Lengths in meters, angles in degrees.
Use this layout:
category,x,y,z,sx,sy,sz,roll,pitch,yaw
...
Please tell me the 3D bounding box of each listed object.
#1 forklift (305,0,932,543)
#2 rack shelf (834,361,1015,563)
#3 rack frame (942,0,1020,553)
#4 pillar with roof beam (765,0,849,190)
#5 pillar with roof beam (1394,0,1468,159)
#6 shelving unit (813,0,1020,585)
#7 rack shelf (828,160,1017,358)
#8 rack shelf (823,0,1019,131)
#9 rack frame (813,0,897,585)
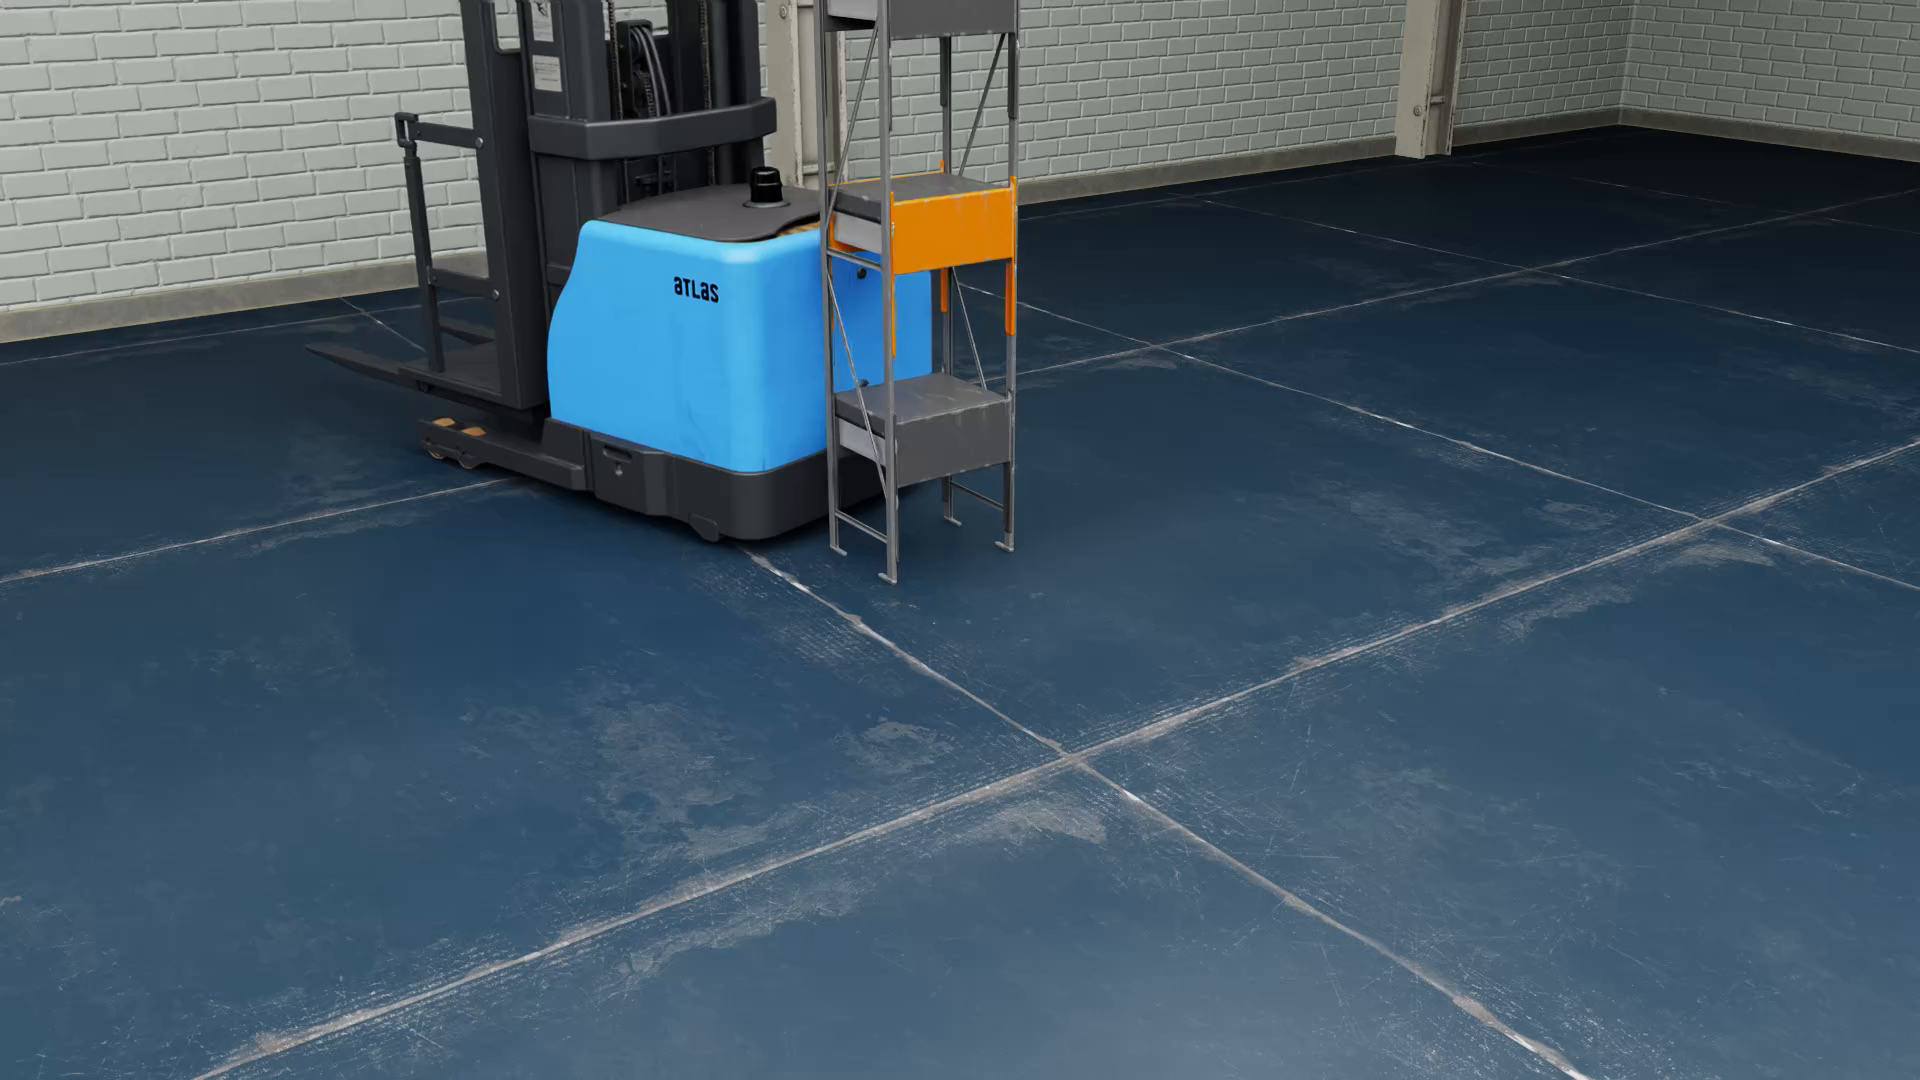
category,x,y,z,sx,sy,sz,roll,pitch,yaw
forklift,-1.559,-1.778,6.398,3.031,2.935,1.130,16,27,35
rack shelf,-0.134,-0.277,5.682,0.480,0.518,0.431,-15,26,-33
rack frame,0.064,-0.992,5.550,0.015,2.100,0.400,-15,26,-33
pillar with roof beam,1.554,-4.854,5.918,0.400,9.000,9.100,-15,26,-33
pillar with roof beam,6.424,-6.152,9.173,0.400,9.000,9.100,-15,26,-33
shelving unit,-0.134,-0.939,5.417,0.503,2.100,0.431,-15,26,-33
rack shelf,-0.134,-0.927,5.423,0.480,0.518,0.431,-15,26,-33
rack shelf,-0.134,-1.577,5.163,0.480,0.518,0.431,-15,26,-33
rack frame,-0.332,-0.887,5.285,0.015,2.100,0.400,-15,26,-33
